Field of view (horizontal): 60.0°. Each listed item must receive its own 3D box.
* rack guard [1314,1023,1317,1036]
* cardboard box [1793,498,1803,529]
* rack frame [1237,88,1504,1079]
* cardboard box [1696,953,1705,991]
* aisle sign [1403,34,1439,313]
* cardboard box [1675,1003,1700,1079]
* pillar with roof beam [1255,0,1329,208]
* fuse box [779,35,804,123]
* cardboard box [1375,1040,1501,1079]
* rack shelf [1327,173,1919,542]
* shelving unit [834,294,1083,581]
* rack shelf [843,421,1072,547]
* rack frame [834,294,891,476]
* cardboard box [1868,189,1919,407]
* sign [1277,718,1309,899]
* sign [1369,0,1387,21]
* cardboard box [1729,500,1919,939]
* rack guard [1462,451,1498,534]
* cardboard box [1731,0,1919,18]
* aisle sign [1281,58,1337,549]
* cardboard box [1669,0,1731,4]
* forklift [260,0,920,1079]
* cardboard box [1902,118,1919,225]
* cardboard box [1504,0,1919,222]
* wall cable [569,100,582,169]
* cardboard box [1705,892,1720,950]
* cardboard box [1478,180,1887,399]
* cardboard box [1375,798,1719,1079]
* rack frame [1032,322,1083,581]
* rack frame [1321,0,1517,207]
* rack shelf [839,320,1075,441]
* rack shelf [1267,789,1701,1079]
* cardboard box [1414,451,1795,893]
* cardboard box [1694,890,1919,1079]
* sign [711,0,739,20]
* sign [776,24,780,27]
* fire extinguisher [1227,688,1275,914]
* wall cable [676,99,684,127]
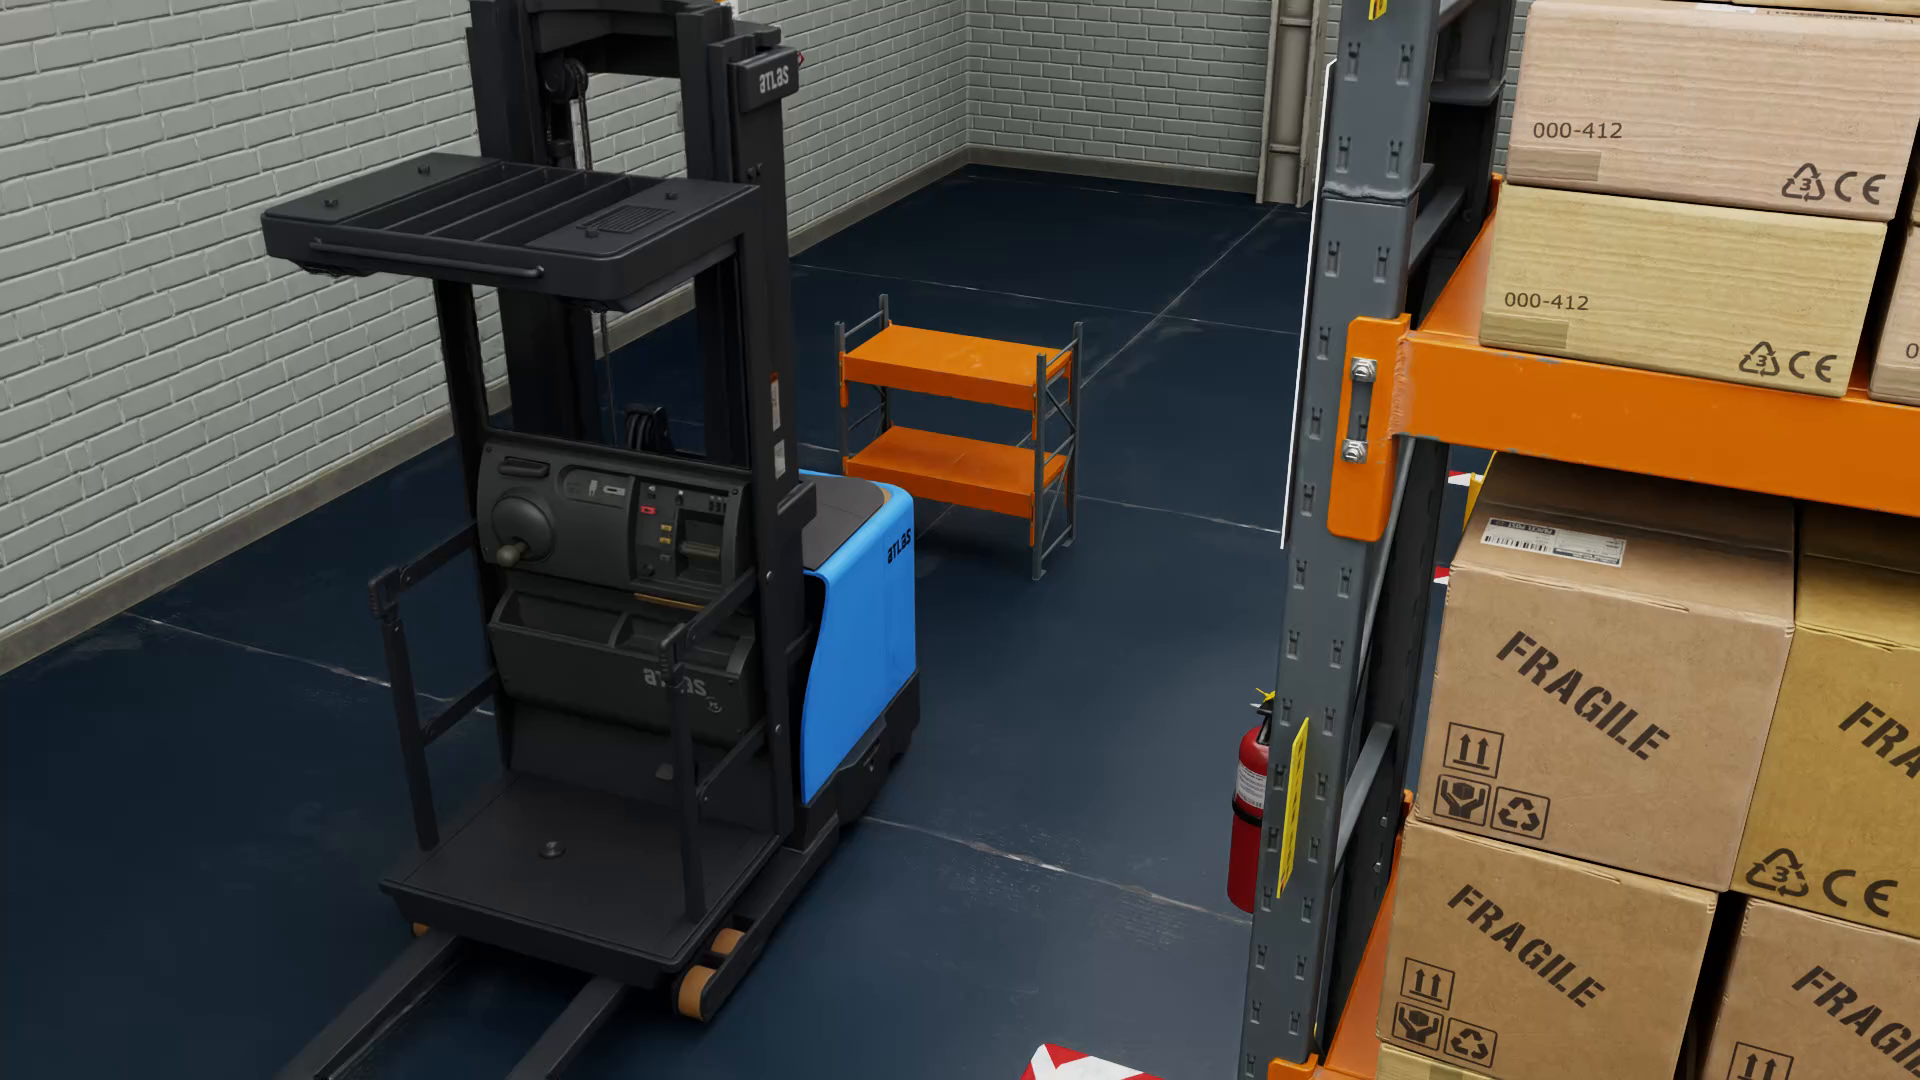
[{"bbox_3d":[0.878,1.777,4.076,0.348,0.500,1.175,11,28,22],"label":"rack guard"},{"bbox_3d":[1.328,-0.002,3.276,0.500,0.500,0.500,11,28,21],"label":"cardboard box"},{"bbox_3d":[0.809,0.641,3.552,0.127,3.000,1.000,11,28,22],"label":"rack frame"},{"bbox_3d":[1.668,0.800,3.513,0.250,0.149,0.380,11,28,21],"label":"cardboard box"},{"bbox_3d":[0.866,-0.659,3.250,0.004,0.787,0.394,11,28,22],"label":"aisle sign"},{"bbox_3d":[1.439,1.046,3.015,0.250,0.149,0.380,11,28,20],"label":"cardboard box"},{"bbox_3d":[0.954,-5.180,8.583,0.400,9.000,9.100,11,28,22],"label":"pillar with roof beam"},{"bbox_3d":[-1.375,-2.629,11.653,0.414,1.711,0.539,11,28,22],"label":"fuse box"},{"bbox_3d":[0.968,0.945,3.219,0.250,0.149,0.380,11,28,21],"label":"cardboard box"},{"bbox_3d":[2.629,-0.016,2.305,4.000,0.370,1.077,11,28,22],"label":"rack shelf"},{"bbox_3d":[-0.006,-0.506,8.004,1.048,1.125,0.538,11,28,22],"label":"shelving unit"},{"bbox_3d":[-0.006,-0.287,8.112,1.000,0.278,0.538,11,28,22],"label":"rack shelf"},{"bbox_3d":[-0.469,-0.599,8.193,0.032,1.125,0.500,11,28,22],"label":"rack frame"},{"bbox_3d":[1.589,-0.354,2.348,0.500,0.250,0.500,12,29,23],"label":"cardboard box"},{"bbox_3d":[0.584,0.471,2.917,0.005,0.325,0.100,11,28,22],"label":"sign"},{"bbox_3d":[0.584,-0.878,2.253,0.005,0.325,0.100,11,28,22],"label":"sign"},{"bbox_3d":[1.569,0.293,2.677,0.500,0.500,0.500,12,29,23],"label":"cardboard box"},{"bbox_3d":[2.744,-0.251,8.193,0.348,0.500,1.175,11,28,22],"label":"rack guard"},{"bbox_3d":[1.234,-0.836,2.308,0.250,0.149,0.380,13,29,24],"label":"cardboard box"},{"bbox_3d":[0.618,-0.418,2.760,0.004,0.787,0.394,11,28,22],"label":"aisle sign"},{"bbox_3d":[1.009,-0.890,2.417,0.250,0.149,0.380,11,28,21],"label":"cardboard box"},{"bbox_3d":[-1.169,-0.024,4.981,1.130,2.935,3.031,10,28,19],"label":"forklift"},{"bbox_3d":[1.576,-0.582,2.244,0.500,0.250,0.500,11,28,21],"label":"cardboard box"},{"bbox_3d":[1.110,-0.675,2.433,0.500,0.250,0.500,12,29,23],"label":"cardboard box"},{"bbox_3d":[-2.377,-2.859,9.475,0.123,1.953,0.585,11,28,22],"label":"wall cable"},{"bbox_3d":[1.791,0.538,3.312,0.500,0.500,0.500,11,28,21],"label":"cardboard box"},{"bbox_3d":[1.112,-0.452,2.547,0.500,0.250,0.500,12,29,24],"label":"cardboard box"},{"bbox_3d":[1.103,0.656,3.072,0.500,0.500,0.500,13,29,24],"label":"cardboard box"},{"bbox_3d":[0.457,-0.413,7.815,0.032,1.125,0.500,11,28,22],"label":"rack frame"},{"bbox_3d":[0.809,-2.050,2.227,0.127,3.000,1.000,11,28,22],"label":"rack frame"},{"bbox_3d":[-0.006,-0.768,7.875,1.000,0.278,0.538,11,28,22],"label":"rack shelf"},{"bbox_3d":[2.629,1.330,2.968,4.000,0.370,1.077,11,28,22],"label":"rack shelf"},{"bbox_3d":[1.108,0.203,2.860,0.500,0.500,0.500,11,28,21],"label":"cardboard box"},{"bbox_3d":[1.601,0.744,2.894,0.500,0.500,0.500,11,28,22],"label":"cardboard box"},{"bbox_3d":[-1.586,-3.593,11.218,0.001,0.242,0.339,11,28,22],"label":"sign"},{"bbox_3d":[-1.359,-3.401,11.869,0.001,0.494,0.329,11,28,22],"label":"sign"},{"bbox_3d":[0.770,0.612,4.122,0.183,0.674,0.296,11,28,22],"label":"fire extinguisher"},{"bbox_3d":[-1.800,-3.417,10.645,0.122,1.984,0.588,11,28,22],"label":"wall cable"}]
